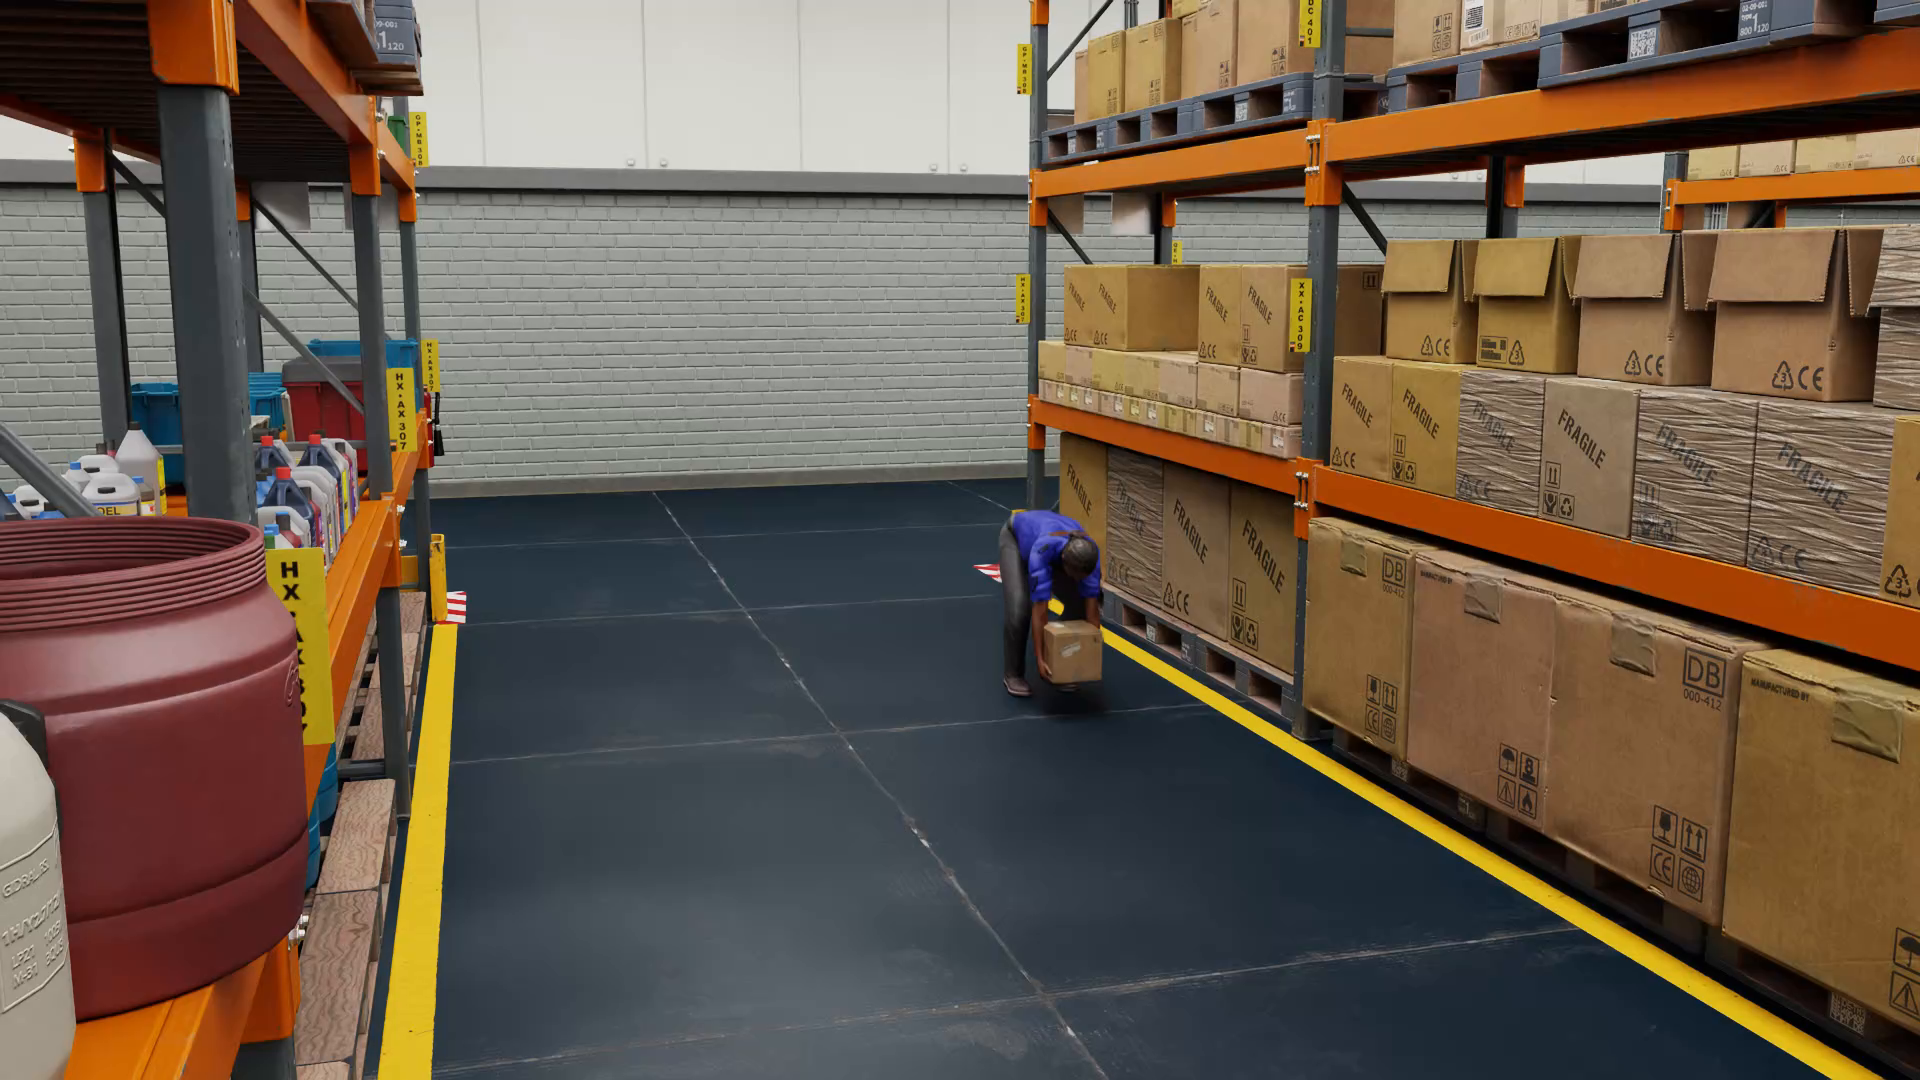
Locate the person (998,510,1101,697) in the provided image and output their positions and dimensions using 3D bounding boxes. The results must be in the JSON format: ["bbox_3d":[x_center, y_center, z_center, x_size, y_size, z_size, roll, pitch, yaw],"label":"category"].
[{"bbox_3d":[0.479,0.347,8.465,0.445,0.954,0.876,-3,10,-18],"label":"person"}]
